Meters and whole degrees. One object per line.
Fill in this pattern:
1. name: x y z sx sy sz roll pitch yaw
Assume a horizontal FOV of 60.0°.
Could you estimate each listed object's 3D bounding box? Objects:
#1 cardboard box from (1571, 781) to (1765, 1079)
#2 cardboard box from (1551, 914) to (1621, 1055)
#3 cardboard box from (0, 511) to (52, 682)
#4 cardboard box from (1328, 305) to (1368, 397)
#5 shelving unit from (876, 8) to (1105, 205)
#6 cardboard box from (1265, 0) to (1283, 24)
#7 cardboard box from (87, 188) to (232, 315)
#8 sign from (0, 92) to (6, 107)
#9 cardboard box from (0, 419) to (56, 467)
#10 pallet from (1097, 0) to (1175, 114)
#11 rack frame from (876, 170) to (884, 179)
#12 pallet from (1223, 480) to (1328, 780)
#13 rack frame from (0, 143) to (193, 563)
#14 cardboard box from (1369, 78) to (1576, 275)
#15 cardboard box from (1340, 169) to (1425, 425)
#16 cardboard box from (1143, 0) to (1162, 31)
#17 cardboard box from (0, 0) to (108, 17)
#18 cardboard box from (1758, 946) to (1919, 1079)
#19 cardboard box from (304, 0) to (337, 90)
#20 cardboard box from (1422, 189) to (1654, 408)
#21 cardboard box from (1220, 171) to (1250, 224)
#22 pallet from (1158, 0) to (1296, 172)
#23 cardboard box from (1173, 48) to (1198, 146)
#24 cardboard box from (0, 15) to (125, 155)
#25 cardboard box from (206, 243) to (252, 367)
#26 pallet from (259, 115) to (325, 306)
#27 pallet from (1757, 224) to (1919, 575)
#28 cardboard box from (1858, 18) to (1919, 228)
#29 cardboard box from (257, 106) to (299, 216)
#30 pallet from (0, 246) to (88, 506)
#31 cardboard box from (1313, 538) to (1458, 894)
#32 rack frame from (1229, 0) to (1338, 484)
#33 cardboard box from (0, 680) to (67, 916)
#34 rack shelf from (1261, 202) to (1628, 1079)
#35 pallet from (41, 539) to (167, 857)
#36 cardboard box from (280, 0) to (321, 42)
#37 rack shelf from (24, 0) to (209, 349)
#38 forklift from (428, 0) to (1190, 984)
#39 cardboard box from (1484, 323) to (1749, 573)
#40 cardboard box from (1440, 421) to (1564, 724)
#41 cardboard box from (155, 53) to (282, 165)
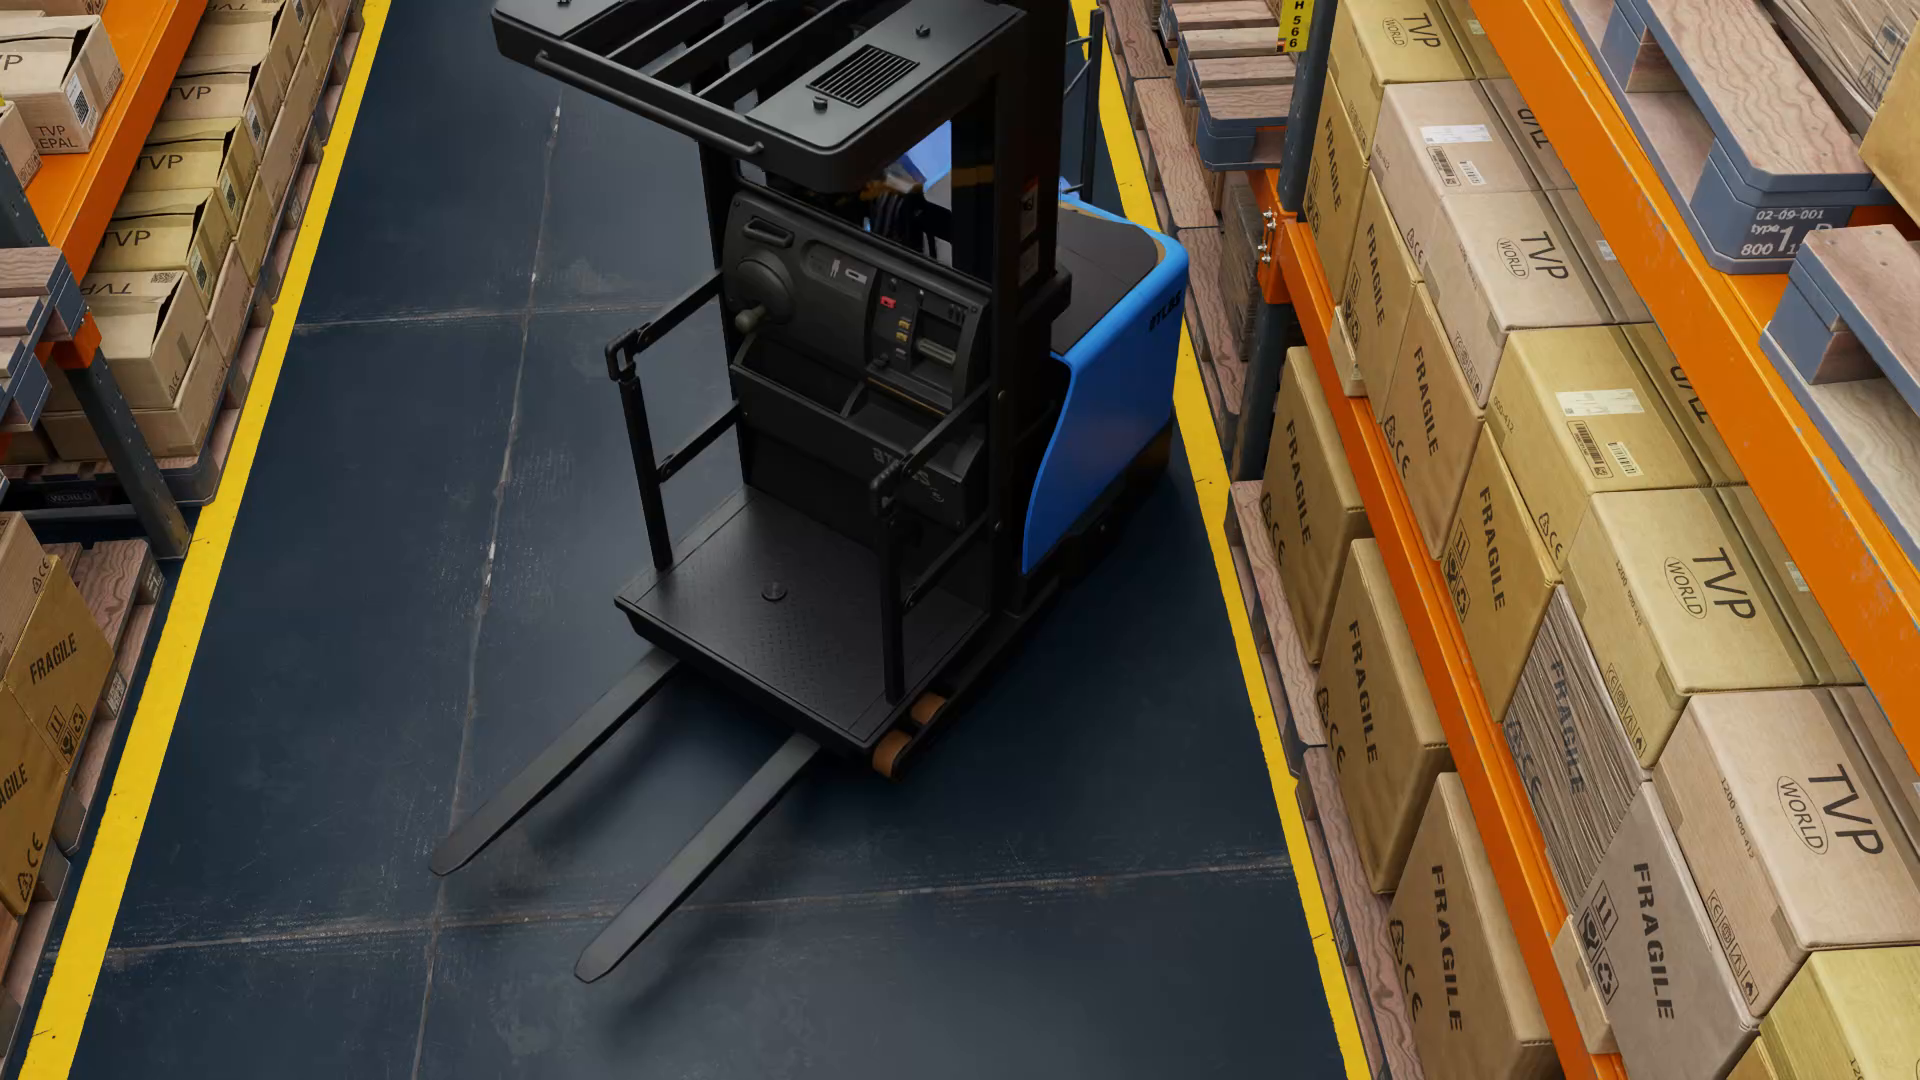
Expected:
1. cardboard box: 1.546 0.790 3.148 0.500 0.500 0.500 -3 47 -3
2. cardboard box: 1.476 0.914 3.477 0.380 0.149 0.250 -3 47 -3
3. cardboard box: -3.061 0.184 4.912 0.500 0.250 0.500 -2 47 -2
4. cardboard box: 1.301 -0.561 4.875 0.380 0.149 0.250 -2 47 -2
5. shelving unit: 0.068 -1.650 6.779 0.538 1.500 1.048 -19 50 -17
6. cardboard box: 1.431 -2.201 5.897 0.700 0.500 0.500 -7 47 -7
7. cardboard box: -3.186 -1.137 6.479 0.500 0.311 0.500 -5 47 -4
8. sign: -2.842 -1.380 4.748 0.100 0.325 0.005 -3 47 -3
9. cardboard box: -3.669 -0.534 6.294 0.500 0.250 0.500 -2 47 -2
10. pallet: 1.286 -2.645 8.610 1.003 0.211 1.213 -3 47 -3
11. rack frame: -0.153 -1.982 7.094 0.500 1.500 0.032 -19 50 -17
12. pallet: 1.545 0.261 5.858 1.003 0.211 1.213 -3 47 -3
13. rack frame: -3.382 -0.969 5.102 1.000 3.000 0.127 -3 47 -3
14. cardboard box: 1.381 -0.941 4.272 0.500 0.250 0.500 -4 47 -4
15. cardboard box: 1.374 -0.670 4.531 0.500 0.500 0.500 -2 47 -2
16. cardboard box: 1.297 -2.927 8.375 0.700 0.500 0.500 -2 47 -2
17. cardboard box: -3.539 -2.217 6.215 0.500 0.500 0.500 -6 47 -5
18. cardboard box: 1.595 0.897 2.530 0.500 0.250 0.500 -2 47 -2
19. cardboard box: -3.353 -2.414 8.075 0.500 0.250 0.500 -4 47 -4
20. cardboard box: 1.426 -0.580 3.929 0.500 0.250 0.500 -3 47 -3
21. cardboard box: 1.514 -1.462 6.988 0.700 0.500 0.500 -4 47 -3
22. pallet: 1.388 -1.716 5.942 1.213 0.211 1.003 -3 47 -3
23. cardboard box: 1.393 -2.185 7.672 0.700 0.500 0.500 -3 47 -3
24. cardboard box: -3.264 -1.597 5.758 0.500 0.311 0.500 -4 47 -4
25. cardboard box: -3.176 -0.929 6.668 0.500 0.250 0.500 -5 47 -4
26. pallet: -3.511 -1.489 7.515 1.003 0.211 1.213 -3 47 -3
27. pallet: 1.763 -0.005 2.255 0.805 0.209 1.217 -5 47 -5
28. cardboard box: 1.813 -0.638 2.351 0.700 0.500 0.500 -4 47 -4
29. cardboard box: -3.268 -1.675 7.375 0.500 0.250 0.500 -3 47 -2
30. pallet: -3.255 -0.417 4.711 1.213 0.211 1.003 -3 47 -3
31. cardboard box: 1.552 0.496 4.906 0.750 0.750 0.750 -4 47 -3
32. rack frame: 1.554 -1.273 5.390 1.000 3.000 0.127 -3 47 -3
33. cardboard box: -3.027 0.776 4.868 0.500 0.500 0.500 -5 47 -5
34. rack shelf: 1.721 0.421 4.280 1.077 0.370 4.000 -3 47 -3
35. pallet: -3.357 0.532 5.601 1.003 0.211 1.213 -3 47 -3
36. cardboard box: -3.348 -2.603 7.868 0.500 0.311 0.500 -2 47 -2
37. rack shelf: -3.550 -2.169 6.734 1.077 0.370 4.000 -3 47 -3
38. forklift: -0.454 -0.623 4.821 1.130 2.935 3.031 27 52 24
39. cardboard box: 1.475 -0.211 3.580 0.500 0.250 0.500 -4 47 -4
40. cardboard box: 1.466 0.065 3.835 0.500 0.500 0.500 -2 47 -2
41. cardboard box: -3.270 -1.878 7.181 0.500 0.311 0.500 -4 47 -4
